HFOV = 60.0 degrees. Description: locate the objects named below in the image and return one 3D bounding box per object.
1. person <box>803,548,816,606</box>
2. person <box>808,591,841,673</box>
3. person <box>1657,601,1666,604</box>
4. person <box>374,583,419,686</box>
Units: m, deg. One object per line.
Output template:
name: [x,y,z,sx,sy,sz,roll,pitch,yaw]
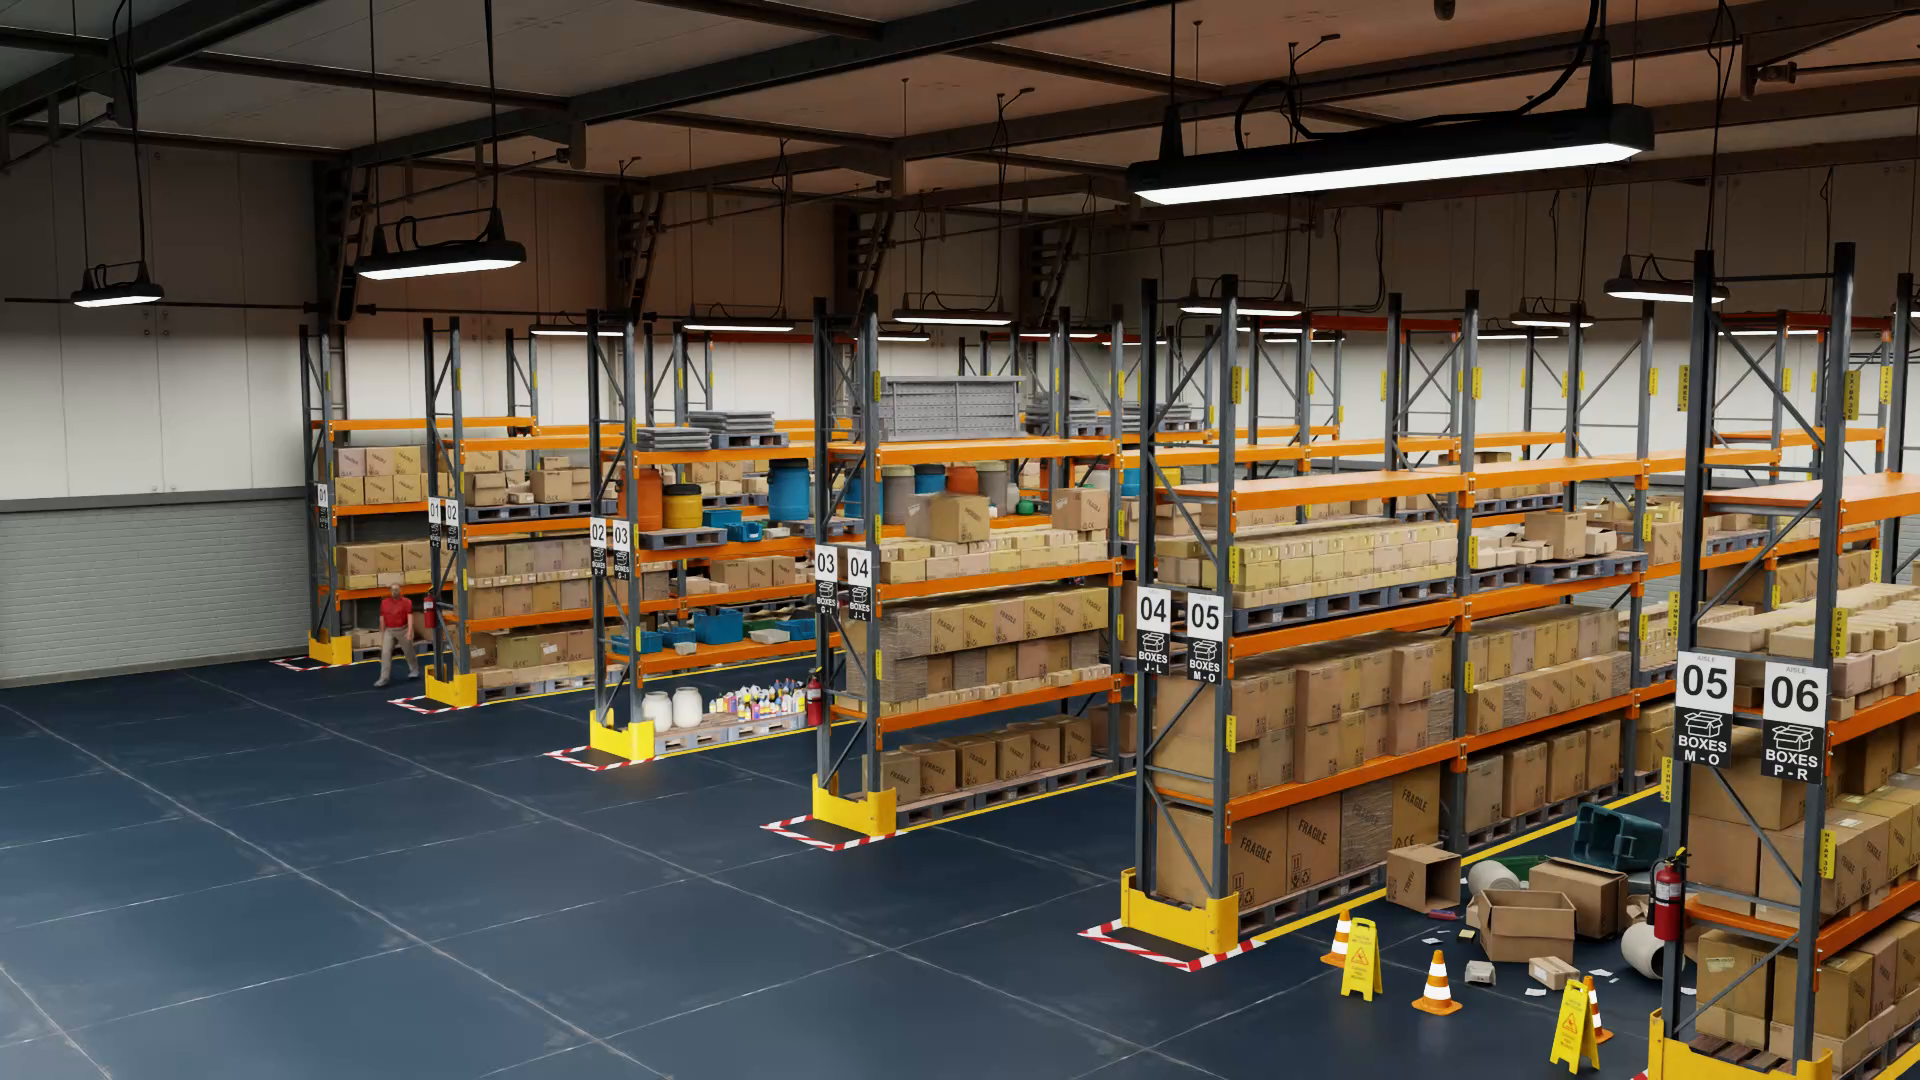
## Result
person: [-2.960,0.942,34.058,0.417,1.548,0.768,6,8,44]
person: [-2.175,1.441,28.603,0.567,1.621,1.041,4,7,38]
person: [10.904,1.742,25.839,0.505,1.605,1.011,6,8,44]
person: [-9.331,1.526,27.527,0.605,1.650,1.116,0,6,5]
